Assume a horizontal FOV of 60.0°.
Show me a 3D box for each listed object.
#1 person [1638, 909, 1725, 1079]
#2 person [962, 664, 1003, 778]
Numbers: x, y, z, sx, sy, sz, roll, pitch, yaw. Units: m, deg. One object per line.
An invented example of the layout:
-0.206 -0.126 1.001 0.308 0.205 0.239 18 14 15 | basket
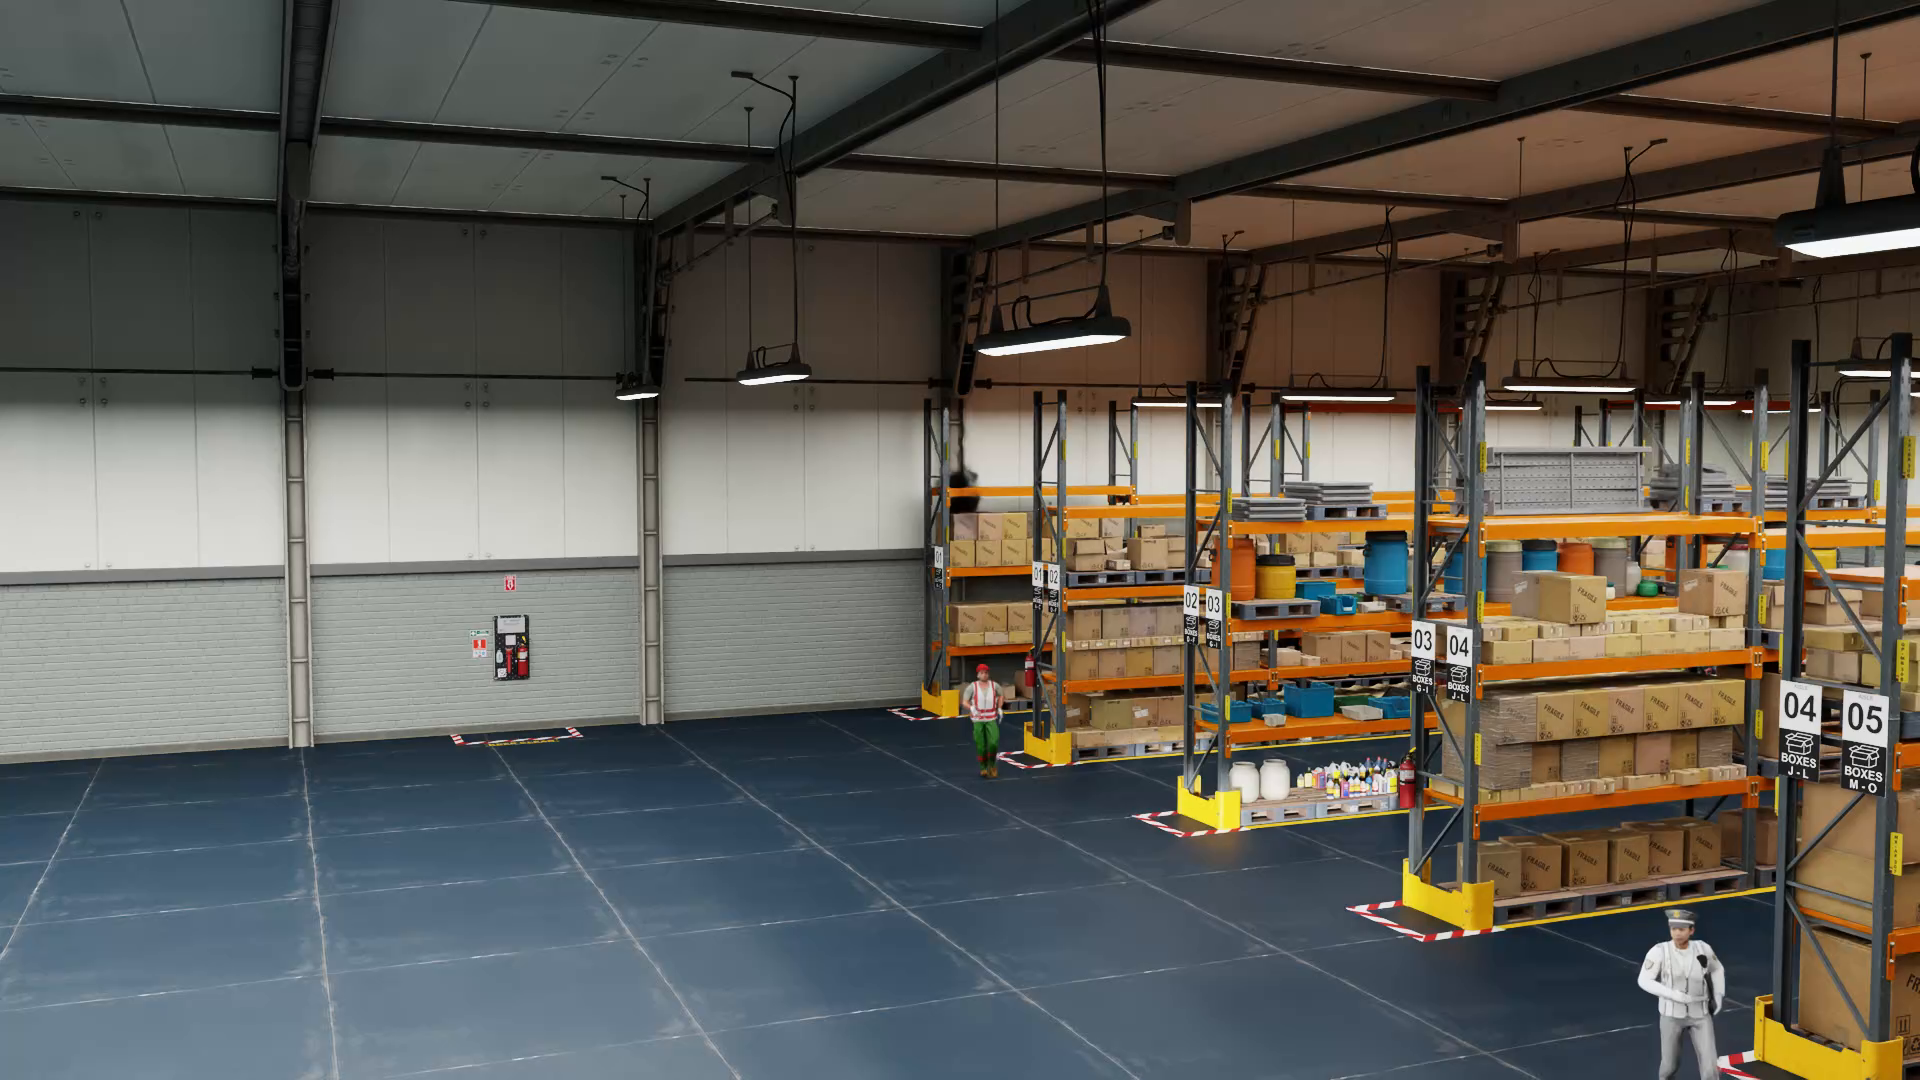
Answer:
5.437 3.592 12.513 0.631 1.676 0.943 1 3 15 | person
0.365 2.777 25.433 0.651 1.767 0.655 0 3 -4 | person
